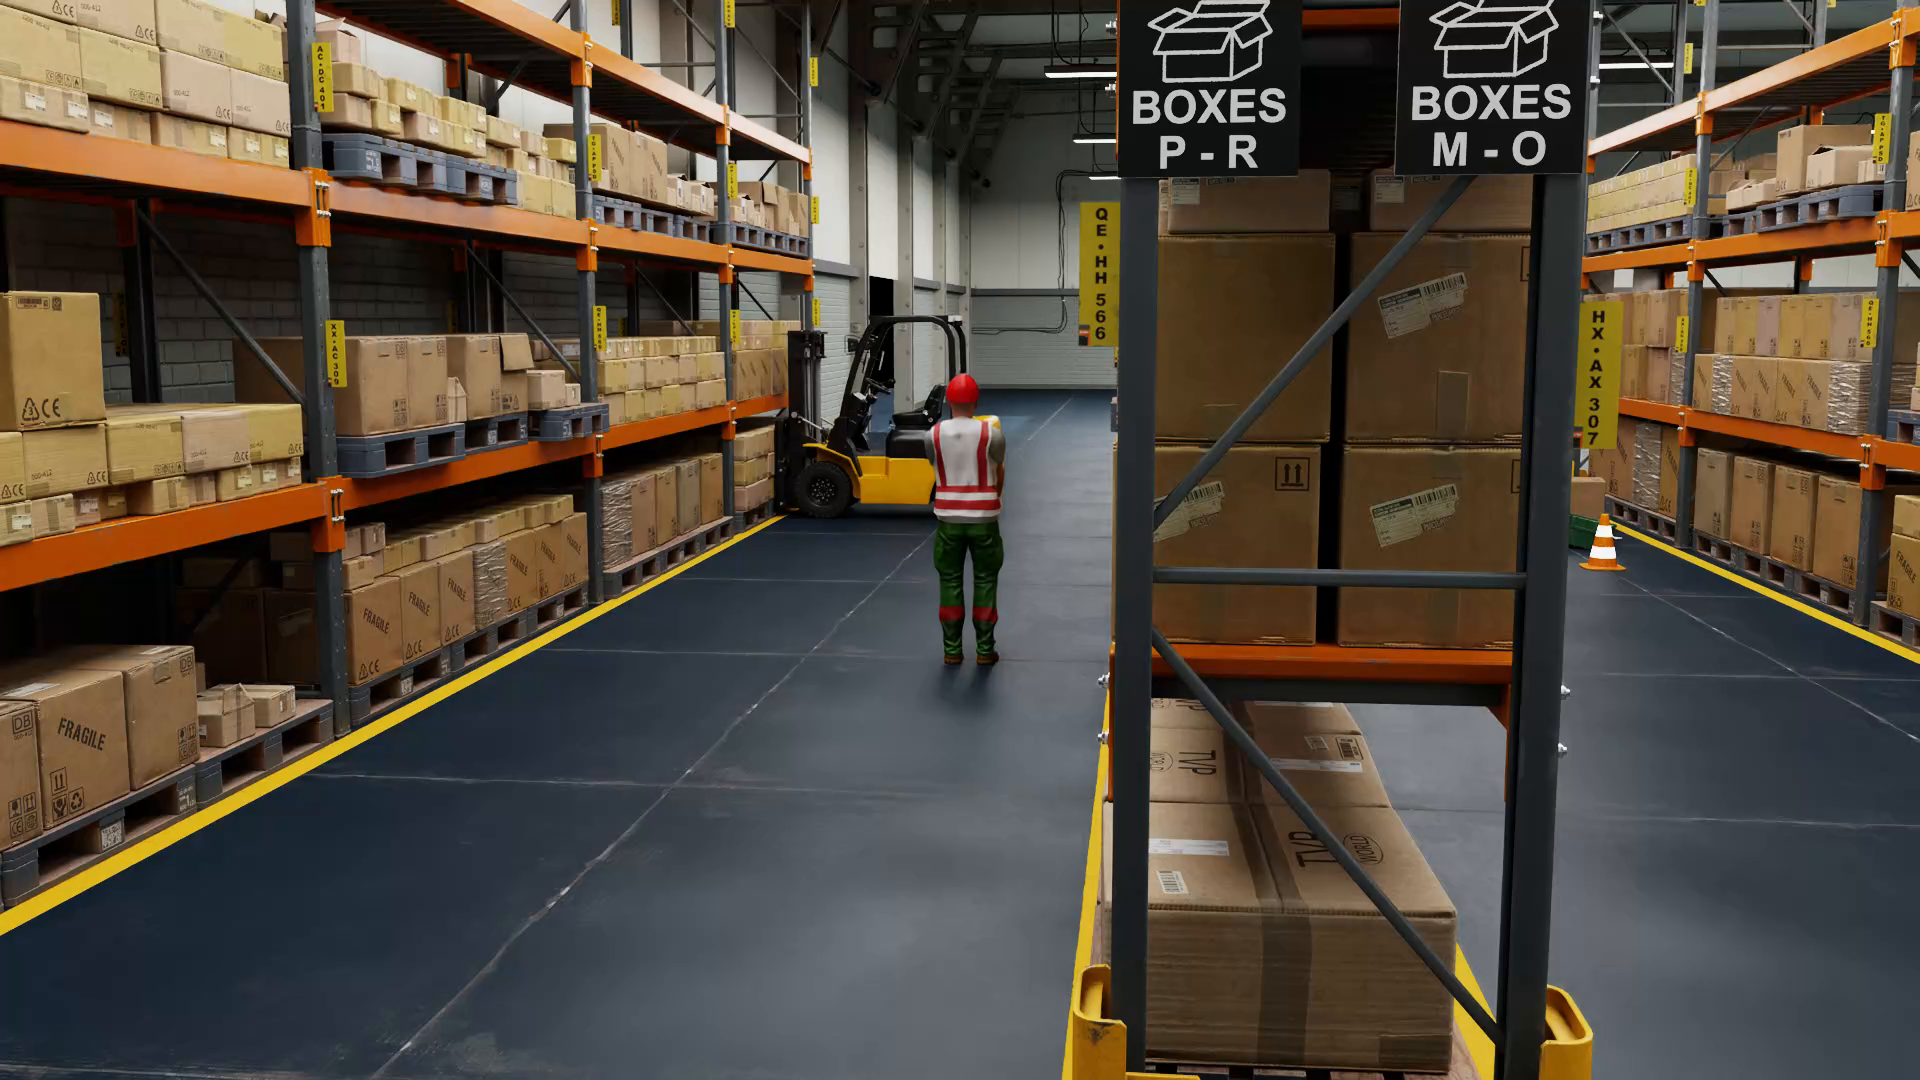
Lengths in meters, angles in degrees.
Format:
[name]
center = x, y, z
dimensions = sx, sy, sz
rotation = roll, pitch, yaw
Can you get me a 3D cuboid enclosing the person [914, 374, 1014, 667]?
[person]
center = 0.024, -0.122, 10.165
dimensions = 0.616, 1.778, 0.453
rotation = 0, 8, 3
